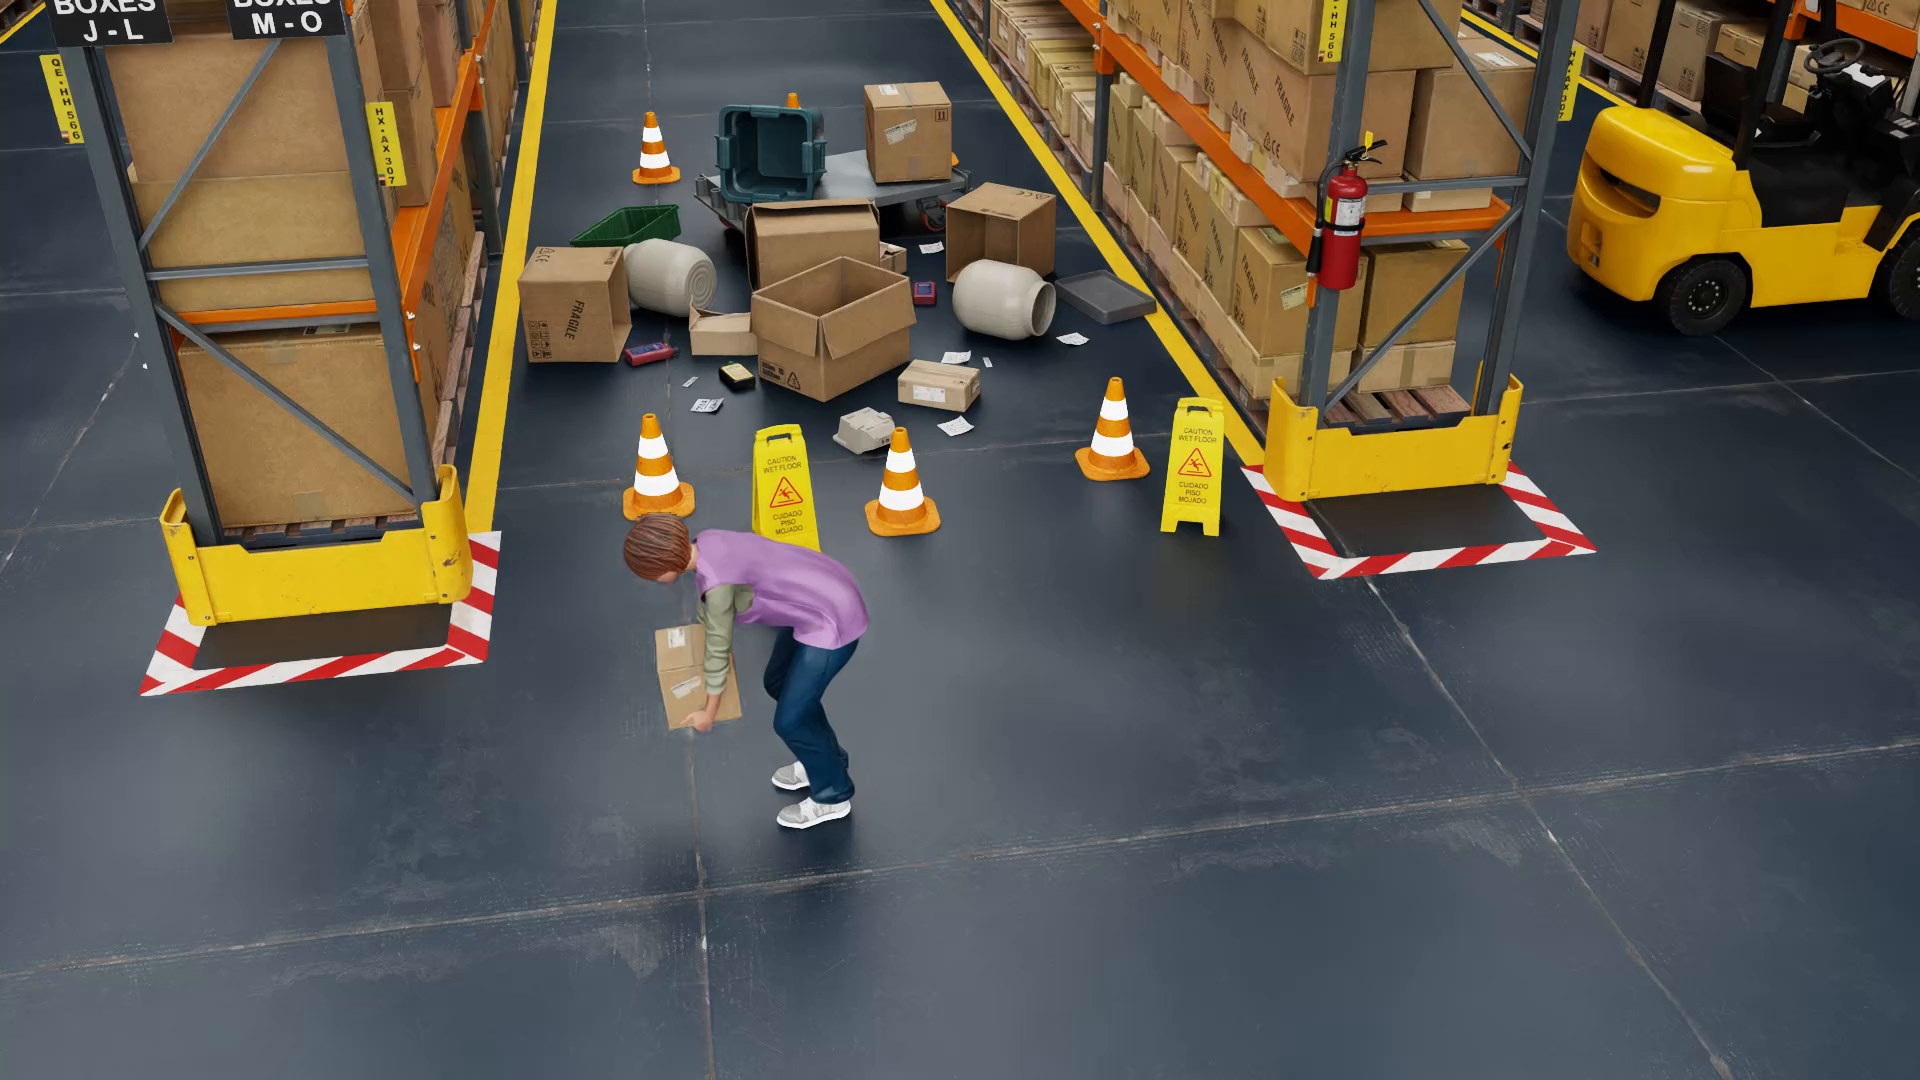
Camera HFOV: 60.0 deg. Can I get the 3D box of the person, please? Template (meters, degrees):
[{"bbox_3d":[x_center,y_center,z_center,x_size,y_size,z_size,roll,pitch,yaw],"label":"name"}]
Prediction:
[{"bbox_3d":[-0.710,0.433,5.756,0.797,1.259,0.387,-6,32,-10],"label":"person"}]
